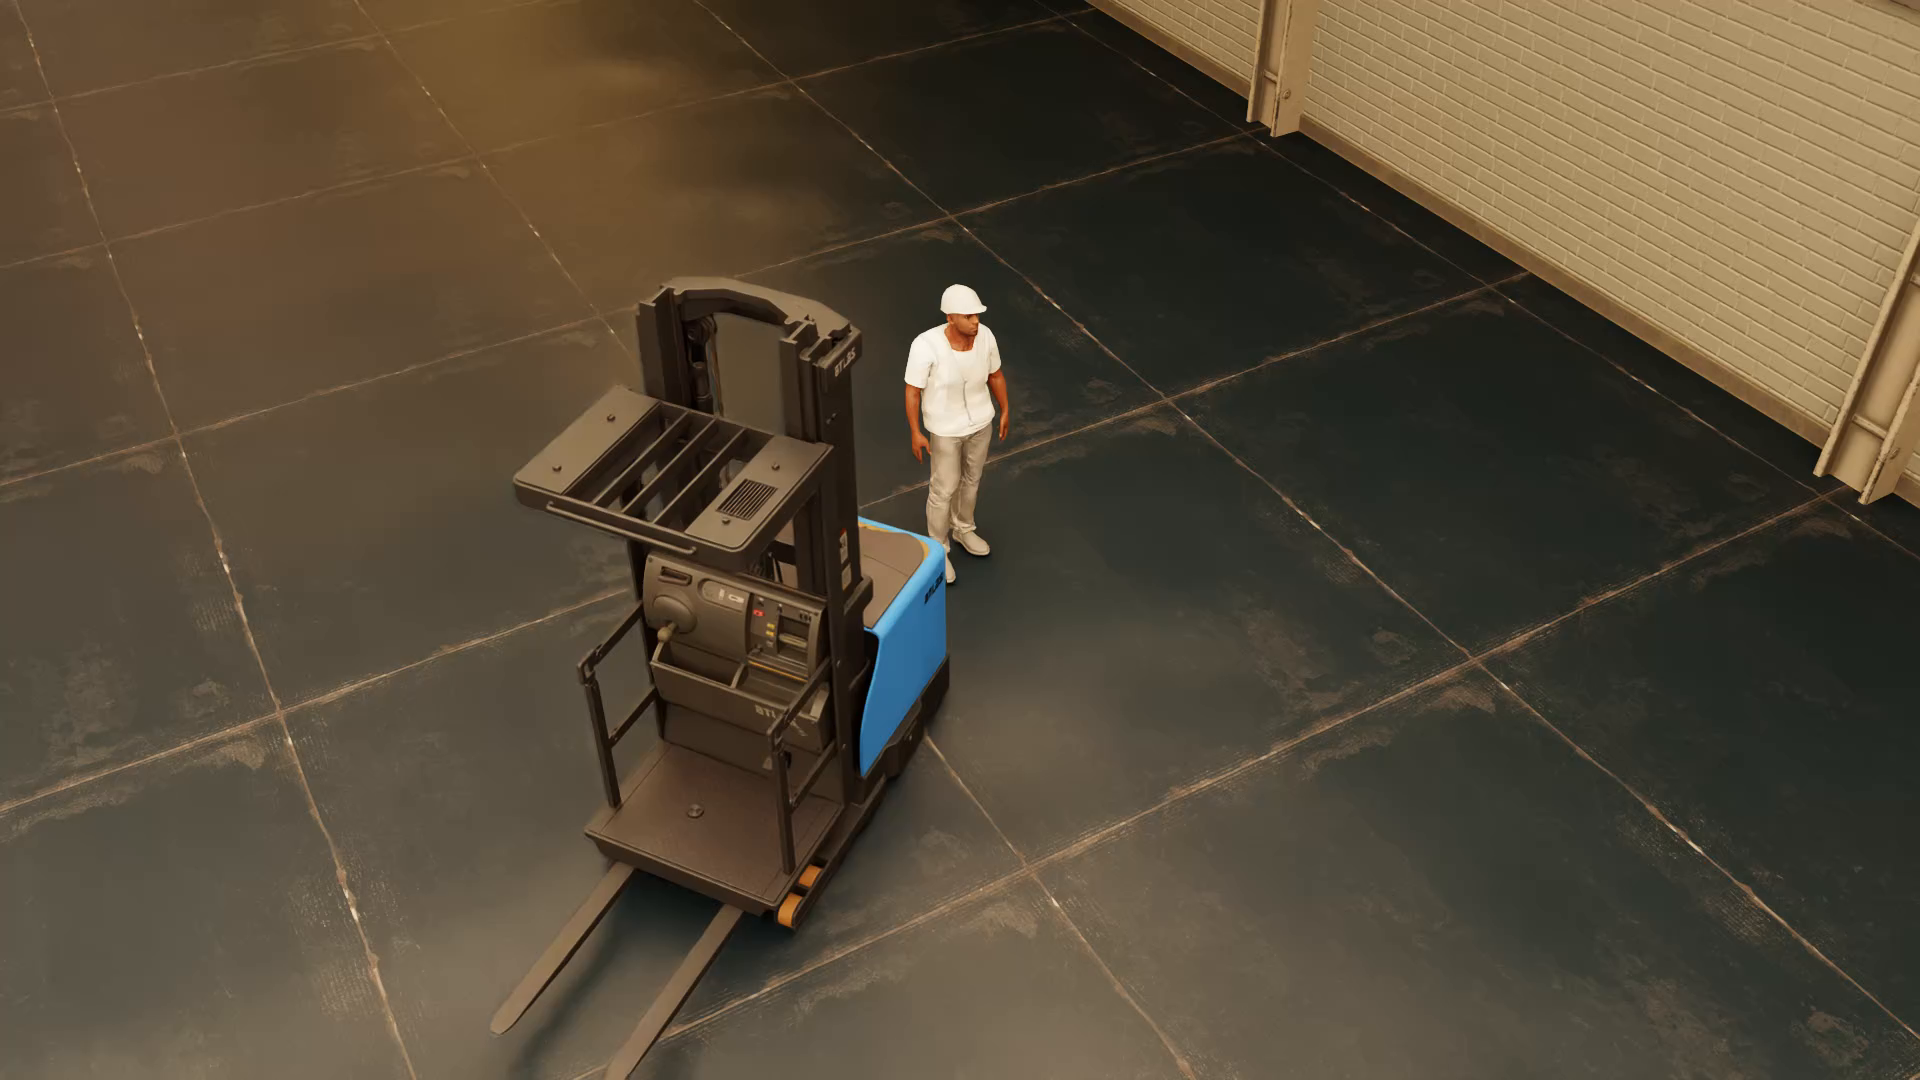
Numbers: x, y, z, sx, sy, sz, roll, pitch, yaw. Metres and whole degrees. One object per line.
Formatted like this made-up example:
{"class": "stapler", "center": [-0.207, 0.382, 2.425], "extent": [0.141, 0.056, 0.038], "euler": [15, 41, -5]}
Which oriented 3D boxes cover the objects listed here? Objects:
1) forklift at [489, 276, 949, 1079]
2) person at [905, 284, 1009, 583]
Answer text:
{"class": "forklift", "center": [-1.142, 0.430, 7.518], "extent": [1.130, 2.935, 3.031], "euler": [17, 42, 19]}
{"class": "person", "center": [0.030, -0.645, 9.715], "extent": [0.666, 1.765, 0.577], "euler": [-20, 44, -23]}
